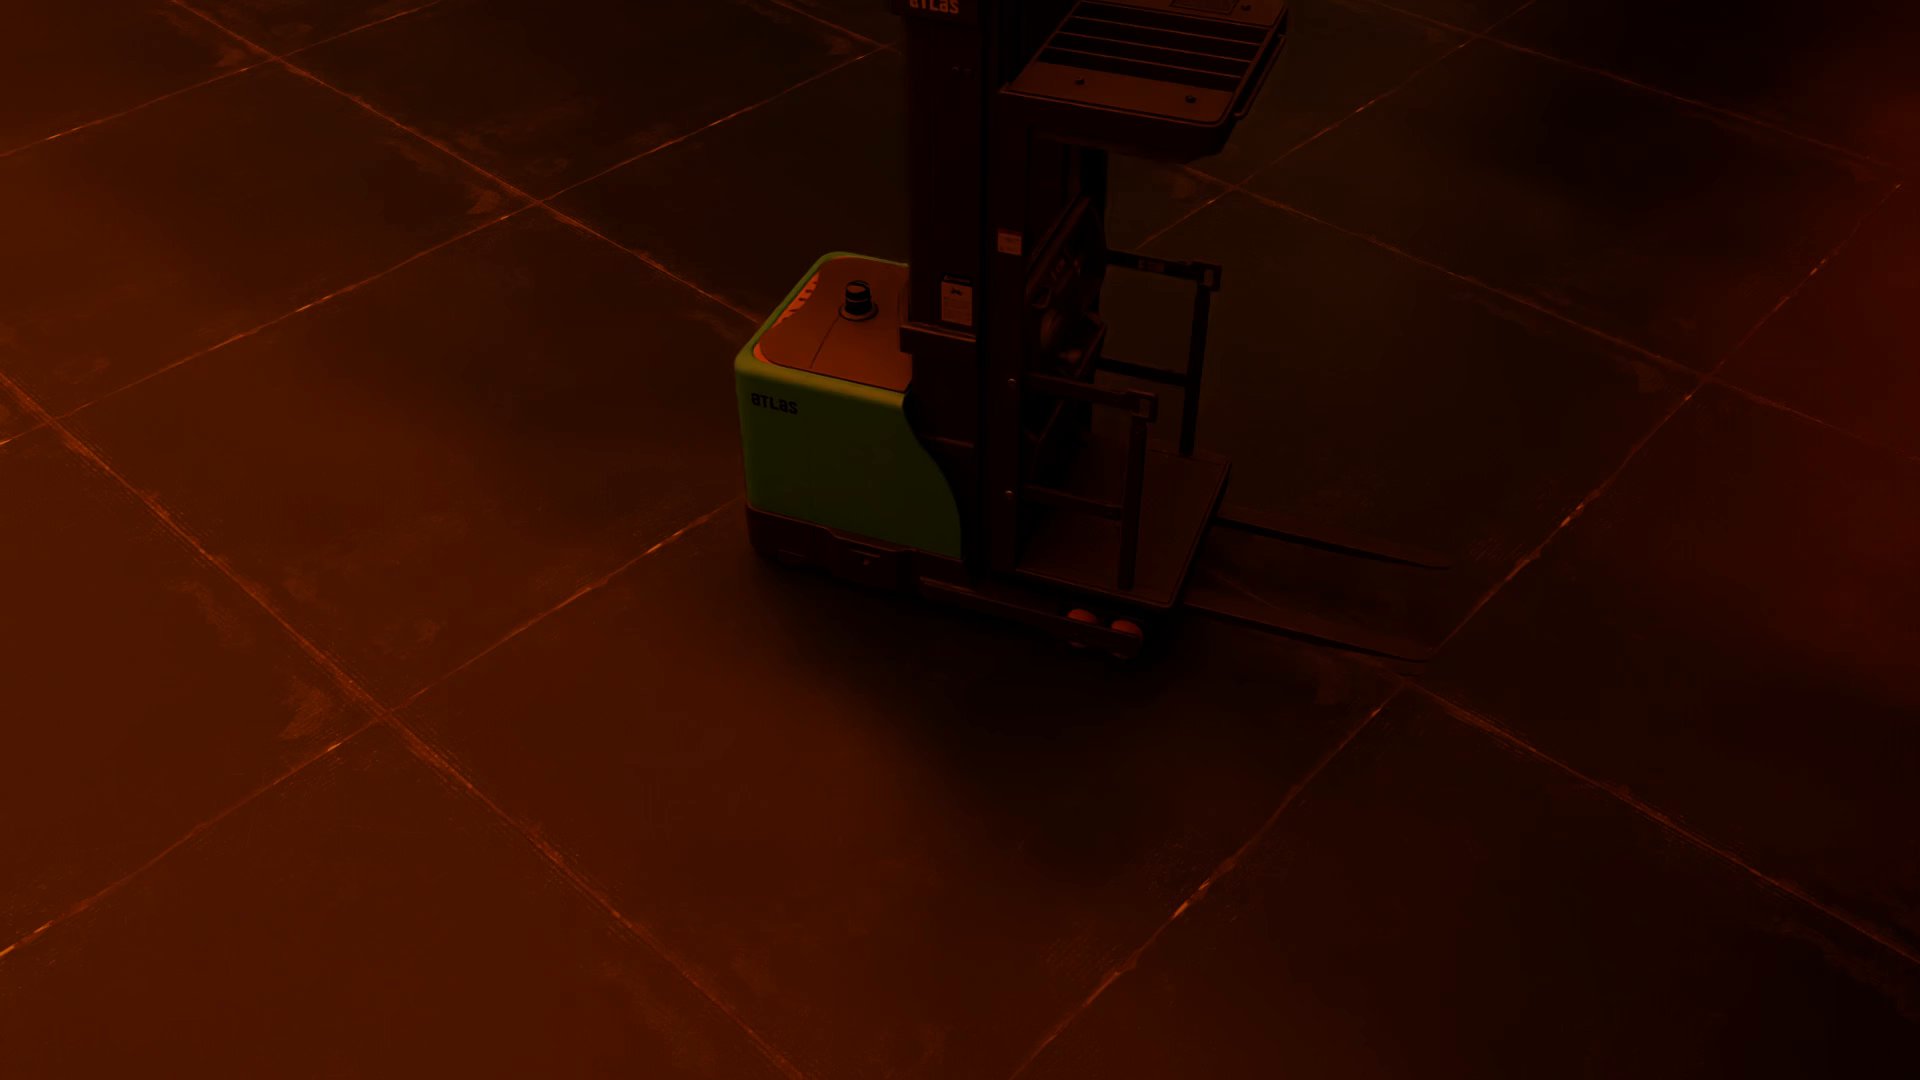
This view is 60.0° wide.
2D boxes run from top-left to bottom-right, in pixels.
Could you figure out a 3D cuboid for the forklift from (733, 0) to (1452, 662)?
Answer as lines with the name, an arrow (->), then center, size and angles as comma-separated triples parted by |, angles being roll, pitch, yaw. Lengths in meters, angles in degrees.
forklift -> 0.608, -1.000, 6.594 | 3.031, 2.935, 1.130 | 14, 43, 15
